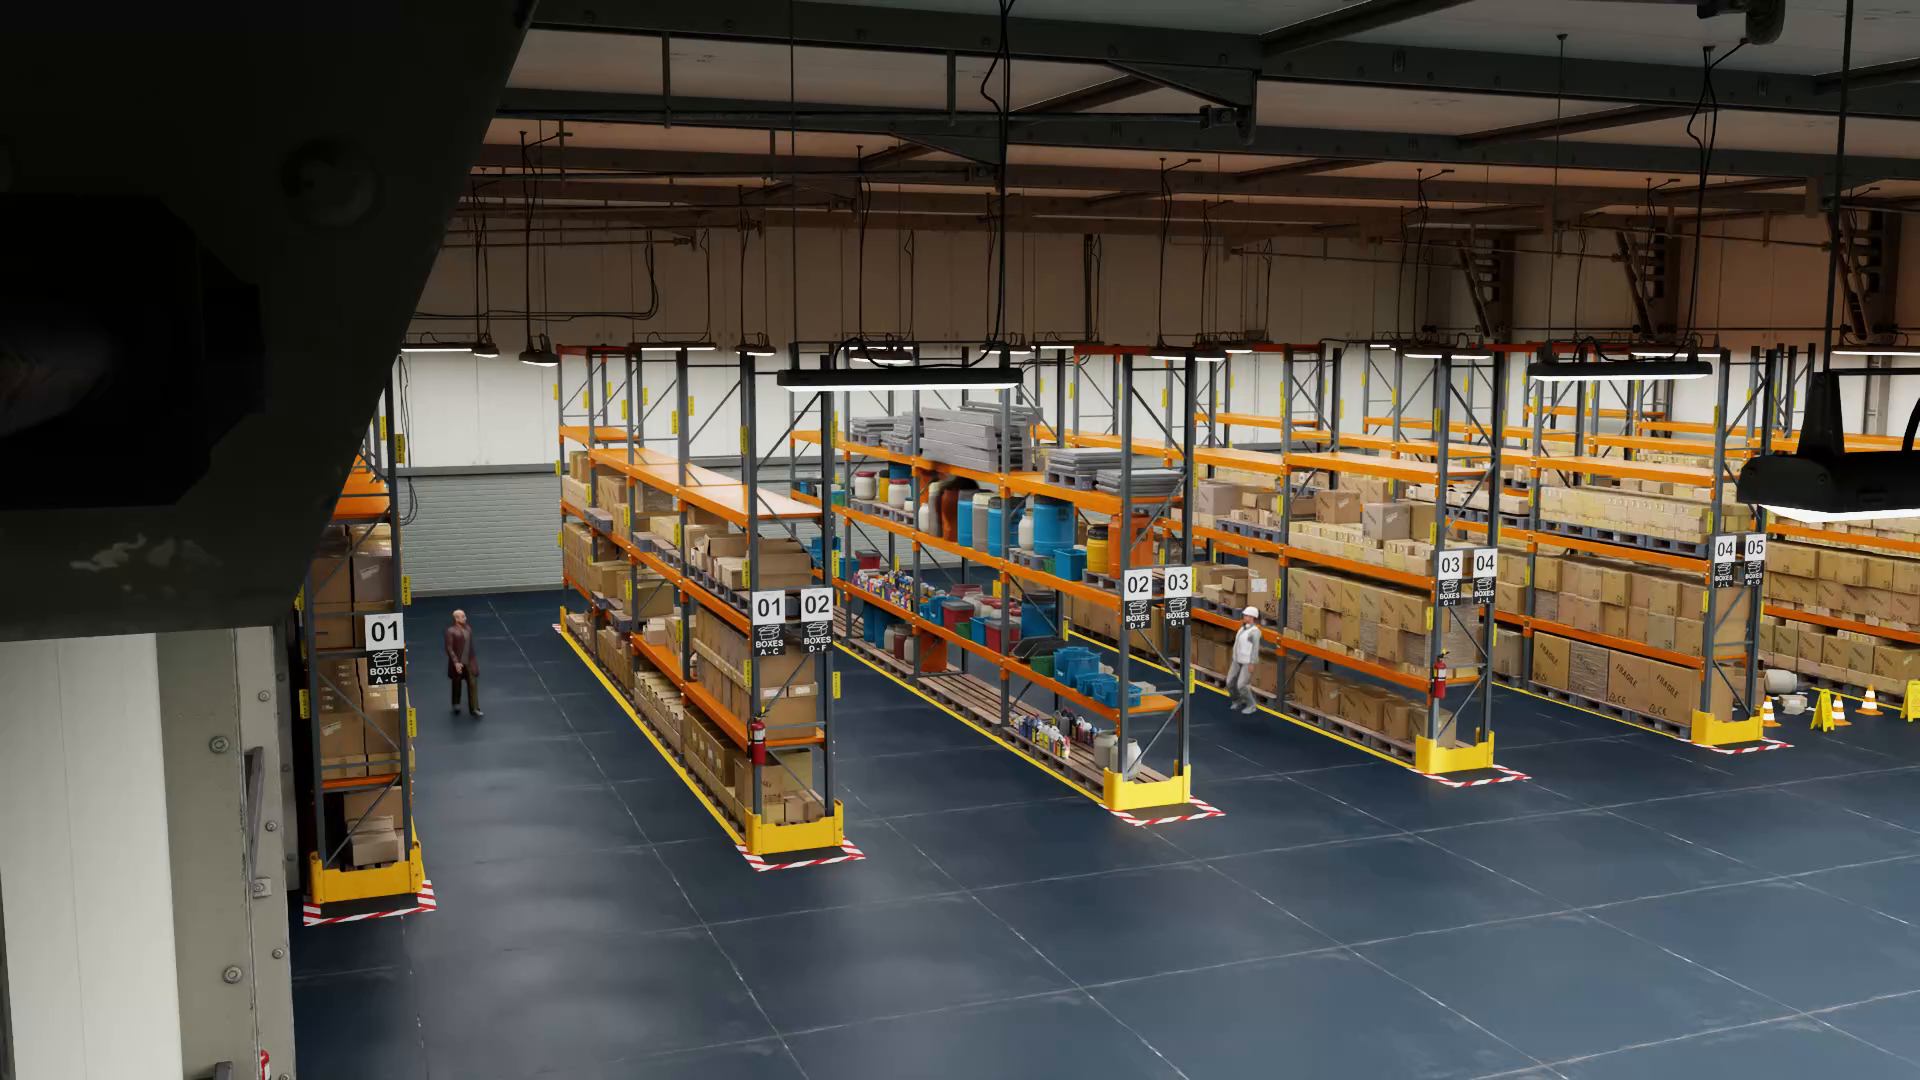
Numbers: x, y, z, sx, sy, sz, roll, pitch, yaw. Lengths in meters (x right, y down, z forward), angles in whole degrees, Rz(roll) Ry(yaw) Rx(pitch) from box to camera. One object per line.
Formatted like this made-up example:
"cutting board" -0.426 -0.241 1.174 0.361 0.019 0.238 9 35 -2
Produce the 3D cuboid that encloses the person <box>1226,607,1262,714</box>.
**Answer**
"person" 4.493 1.883 26.303 0.491 1.663 0.575 -4 9 -31

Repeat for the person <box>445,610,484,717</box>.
"person" -8.139 2.011 27.181 0.539 1.724 1.087 -4 8 -28
